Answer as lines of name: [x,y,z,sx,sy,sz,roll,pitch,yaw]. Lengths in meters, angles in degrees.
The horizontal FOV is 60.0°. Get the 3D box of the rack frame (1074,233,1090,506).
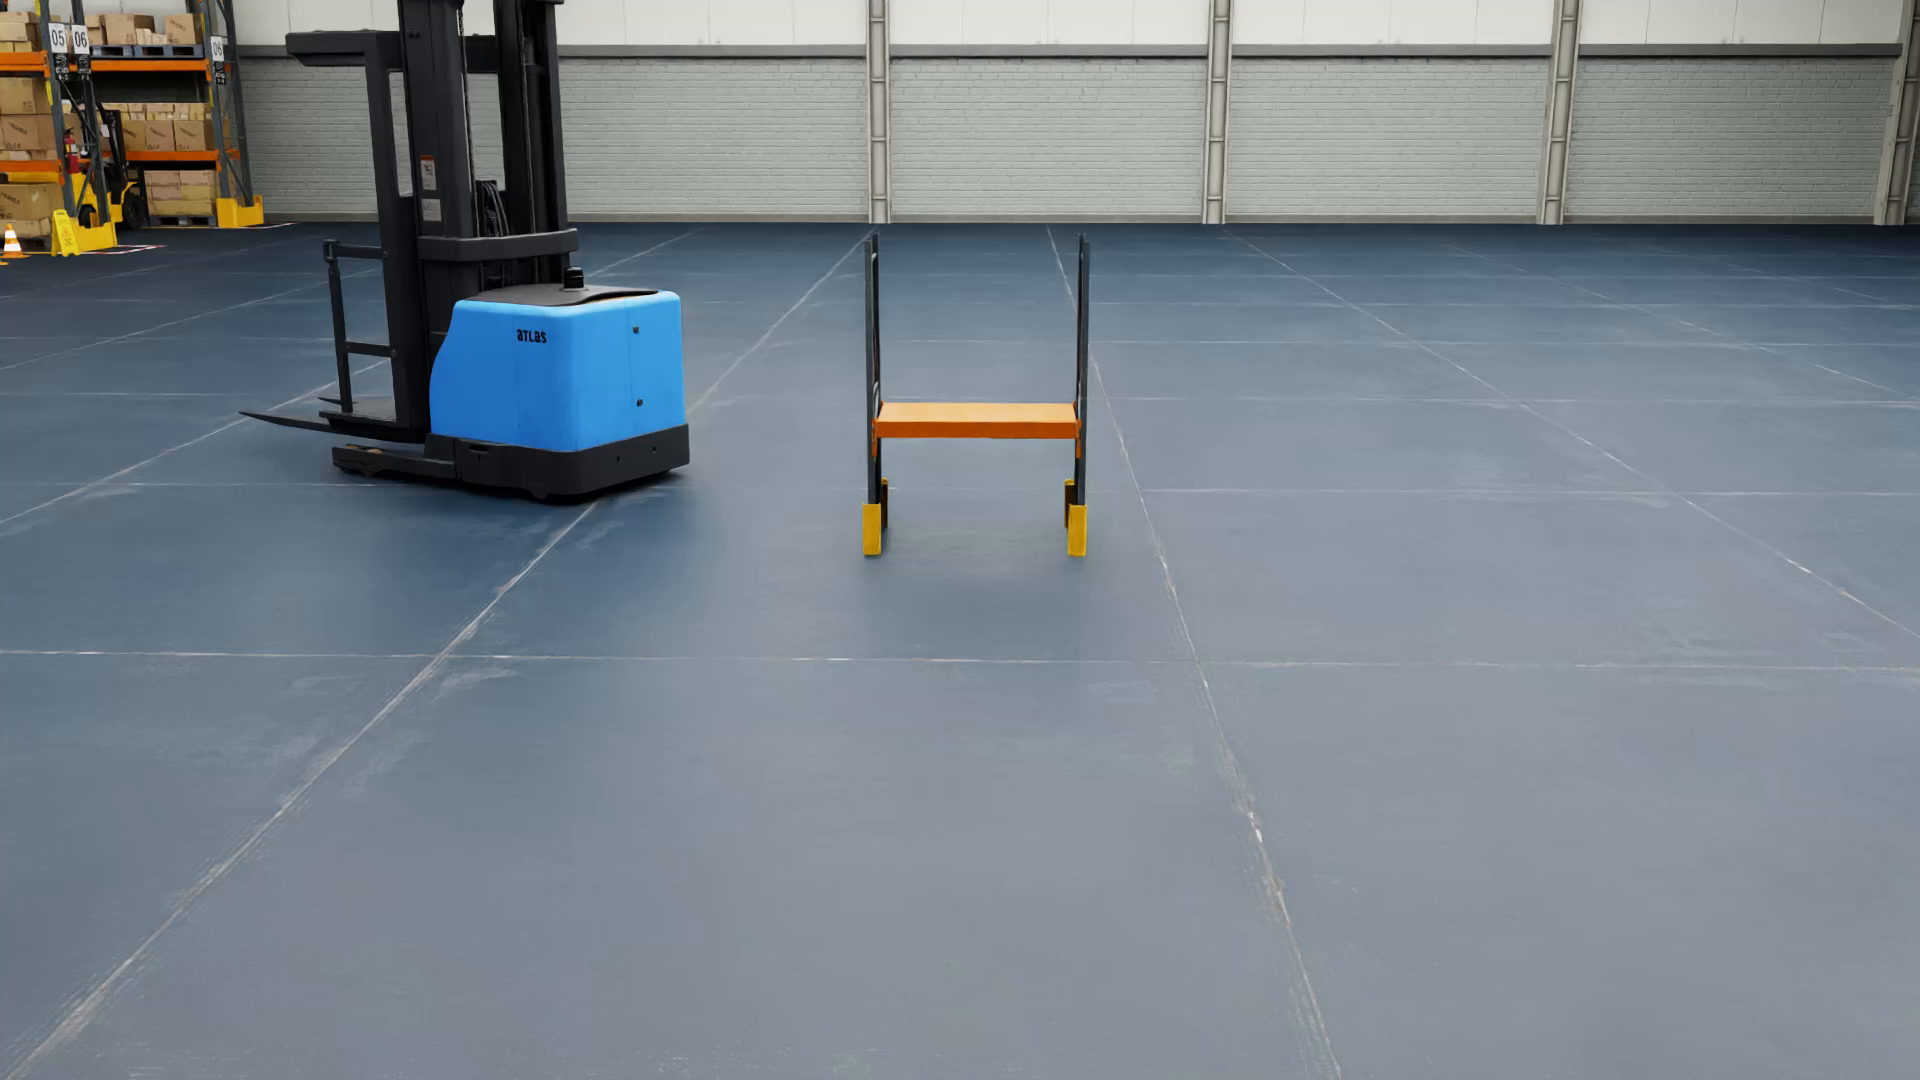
rack frame: [0.593,-0.721,8.134,0.032,1.500,0.500,0,15,1]

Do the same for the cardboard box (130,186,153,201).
cardboard box: [-14.280,-6.078,29.082,0.500,0.250,0.500,0,15,0]

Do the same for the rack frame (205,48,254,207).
rack frame: [-12.768,-7.035,29.124,0.127,3.000,1.000,0,15,1]

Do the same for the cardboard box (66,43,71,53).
cardboard box: [-13.214,-7.183,24.297,0.250,0.149,0.380,0,15,1]

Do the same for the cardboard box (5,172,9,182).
cardboard box: [-16.291,-6.335,29.077,0.500,0.250,0.500,0,15,1]

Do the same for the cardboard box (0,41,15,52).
cardboard box: [-13.504,-7.022,23.688,0.250,0.149,0.380,0,15,2]

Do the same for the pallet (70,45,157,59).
pallet: [-14.697,-8.461,28.823,1.213,0.211,1.003,0,15,1]

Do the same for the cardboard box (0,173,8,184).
cardboard box: [-14.067,-5.243,24.157,0.250,0.149,0.380,1,15,3]

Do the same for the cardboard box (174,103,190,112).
cardboard box: [-13.379,-7.483,28.772,0.250,0.149,0.380,0,15,2]

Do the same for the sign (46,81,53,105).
sign: [-12.925,-6.340,23.602,0.005,0.325,0.100,0,15,1]

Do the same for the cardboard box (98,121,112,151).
cardboard box: [-14.800,-7.029,28.905,0.500,0.500,0.500,0,15,2]

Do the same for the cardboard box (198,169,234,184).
cardboard box: [-13.244,-6.443,29.488,0.500,0.250,0.500,0,15,1]

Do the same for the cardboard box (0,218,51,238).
cardboard box: [-13.730,-4.579,24.384,0.500,0.250,0.500,0,15,1]

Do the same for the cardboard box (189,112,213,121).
cardboard box: [-13.122,-7.328,28.766,0.250,0.149,0.380,1,15,2]

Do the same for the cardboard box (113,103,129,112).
cardboard box: [-14.410,-7.472,28.730,0.250,0.149,0.380,1,15,3]

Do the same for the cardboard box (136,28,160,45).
cardboard box: [-13.858,-8.601,28.425,0.258,0.266,0.396,0,15,2]

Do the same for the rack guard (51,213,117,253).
rack guard: [-12.967,-4.561,24.647,0.348,0.500,1.175,0,15,1]

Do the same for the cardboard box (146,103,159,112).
cardboard box: [-13.888,-7.498,28.830,0.250,0.149,0.380,0,15,2]

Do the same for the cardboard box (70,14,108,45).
cardboard box: [-14.822,-8.773,28.611,0.637,0.503,0.797,1,15,3]

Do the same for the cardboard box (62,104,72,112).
cardboard box: [-15.422,-7.488,28.792,0.250,0.149,0.380,0,15,1]

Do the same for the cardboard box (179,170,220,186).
cardboard box: [-13.236,-6.315,29.004,0.500,0.250,0.500,1,15,3]

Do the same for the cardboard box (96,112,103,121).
cardboard box: [-14.910,-7.339,28.808,0.250,0.149,0.380,0,15,0]

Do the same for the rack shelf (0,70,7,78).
rack shelf: [-18.766,-8.176,28.981,4.000,0.370,1.077,0,15,1]

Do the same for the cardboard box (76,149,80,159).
cardboard box: [-13.225,-5.702,24.567,0.250,0.149,0.380,0,15,2]

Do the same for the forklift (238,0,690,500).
forklift: [-3.117,-1.892,9.766,3.031,2.935,1.130,9,17,30]

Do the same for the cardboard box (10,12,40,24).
cardboard box: [-13.237,-7.410,23.597,0.250,0.149,0.380,1,15,2]

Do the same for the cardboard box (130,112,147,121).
cardboard box: [-14.152,-7.333,28.787,0.250,0.149,0.380,0,15,0]

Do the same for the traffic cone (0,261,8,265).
traffic cone: [-13.042,-3.931,22.332,0.334,0.463,0.336,0,15,1]

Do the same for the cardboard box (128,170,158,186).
cardboard box: [-14.252,-6.318,29.013,0.500,0.250,0.500,1,15,2]

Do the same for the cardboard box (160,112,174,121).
cardboard box: [-13.636,-7.339,28.809,0.250,0.149,0.380,1,15,2]

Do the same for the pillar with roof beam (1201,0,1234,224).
pillar with roof beam: [4.443,-8.955,24.641,0.400,9.000,9.100,0,15,1]

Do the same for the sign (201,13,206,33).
sign: [-12.796,-8.737,28.114,0.005,0.325,0.100,0,15,1]

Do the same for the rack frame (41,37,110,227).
rack frame: [-12.891,-5.769,24.326,0.127,3.000,1.000,0,15,1]

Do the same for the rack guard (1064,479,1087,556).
rack guard: [0.574,-0.117,8.294,0.087,0.250,0.587,0,15,1]

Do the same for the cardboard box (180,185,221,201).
cardboard box: [-13.263,-6.074,29.067,0.500,0.250,0.500,0,15,1]

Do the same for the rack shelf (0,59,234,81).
rack shelf: [-14.767,-8.150,28.882,4.000,0.370,1.077,0,15,1]

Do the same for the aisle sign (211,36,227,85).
aisle sign: [-12.710,-8.216,28.507,0.004,0.787,0.394,0,15,1]

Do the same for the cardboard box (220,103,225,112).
cardboard box: [-13.098,-7.597,29.205,0.250,0.149,0.380,0,15,0]

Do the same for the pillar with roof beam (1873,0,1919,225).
pillar with roof beam: [16.439,-8.877,24.345,0.400,9.000,9.100,0,15,1]

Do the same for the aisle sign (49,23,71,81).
aisle sign: [-12.837,-6.952,23.712,0.004,0.787,0.394,0,15,1]

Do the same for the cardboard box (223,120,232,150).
cardboard box: [-13.256,-7.157,29.392,0.500,0.500,0.500,1,15,3]

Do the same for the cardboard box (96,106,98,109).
cardboard box: [-14.916,-7.504,28.850,0.250,0.149,0.380,0,15,2]

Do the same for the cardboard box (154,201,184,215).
cardboard box: [-13.743,-5.836,29.149,0.500,0.250,0.500,0,15,1]

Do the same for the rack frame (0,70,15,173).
rack frame: [-16.767,-7.061,29.223,0.127,3.000,1.000,0,15,1]

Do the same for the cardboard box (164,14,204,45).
cardboard box: [-13.217,-8.726,28.438,0.500,0.500,0.500,1,15,3]

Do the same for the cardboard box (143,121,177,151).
cardboard box: [-13.785,-7.025,28.891,0.500,0.500,0.500,1,15,3]

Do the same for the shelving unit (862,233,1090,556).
shelving unit: [0.076,-0.725,8.147,1.083,1.500,0.587,0,15,1]

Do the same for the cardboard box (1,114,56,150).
cardboard box: [-13.441,-5.894,24.022,0.500,0.500,0.500,0,15,0]

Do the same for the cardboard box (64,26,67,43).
cardboard box: [-13.387,-7.362,24.194,0.500,0.250,0.500,0,15,0]

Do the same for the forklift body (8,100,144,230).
forklift body: [-14.710,-6.172,27.516,1.214,2.155,2.313,0,15,1]

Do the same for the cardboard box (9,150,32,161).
cardboard box: [-13.527,-5.569,24.060,0.250,0.149,0.380,0,15,1]

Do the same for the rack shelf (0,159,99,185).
rack shelf: [-14.890,-5.434,24.467,4.000,0.370,1.077,0,15,1]

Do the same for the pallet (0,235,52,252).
pallet: [-13.778,-4.435,24.738,1.213,0.211,1.003,0,15,1]

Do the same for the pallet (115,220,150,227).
pallet: [-14.750,-5.690,29.491,1.213,0.211,1.003,0,15,1]
